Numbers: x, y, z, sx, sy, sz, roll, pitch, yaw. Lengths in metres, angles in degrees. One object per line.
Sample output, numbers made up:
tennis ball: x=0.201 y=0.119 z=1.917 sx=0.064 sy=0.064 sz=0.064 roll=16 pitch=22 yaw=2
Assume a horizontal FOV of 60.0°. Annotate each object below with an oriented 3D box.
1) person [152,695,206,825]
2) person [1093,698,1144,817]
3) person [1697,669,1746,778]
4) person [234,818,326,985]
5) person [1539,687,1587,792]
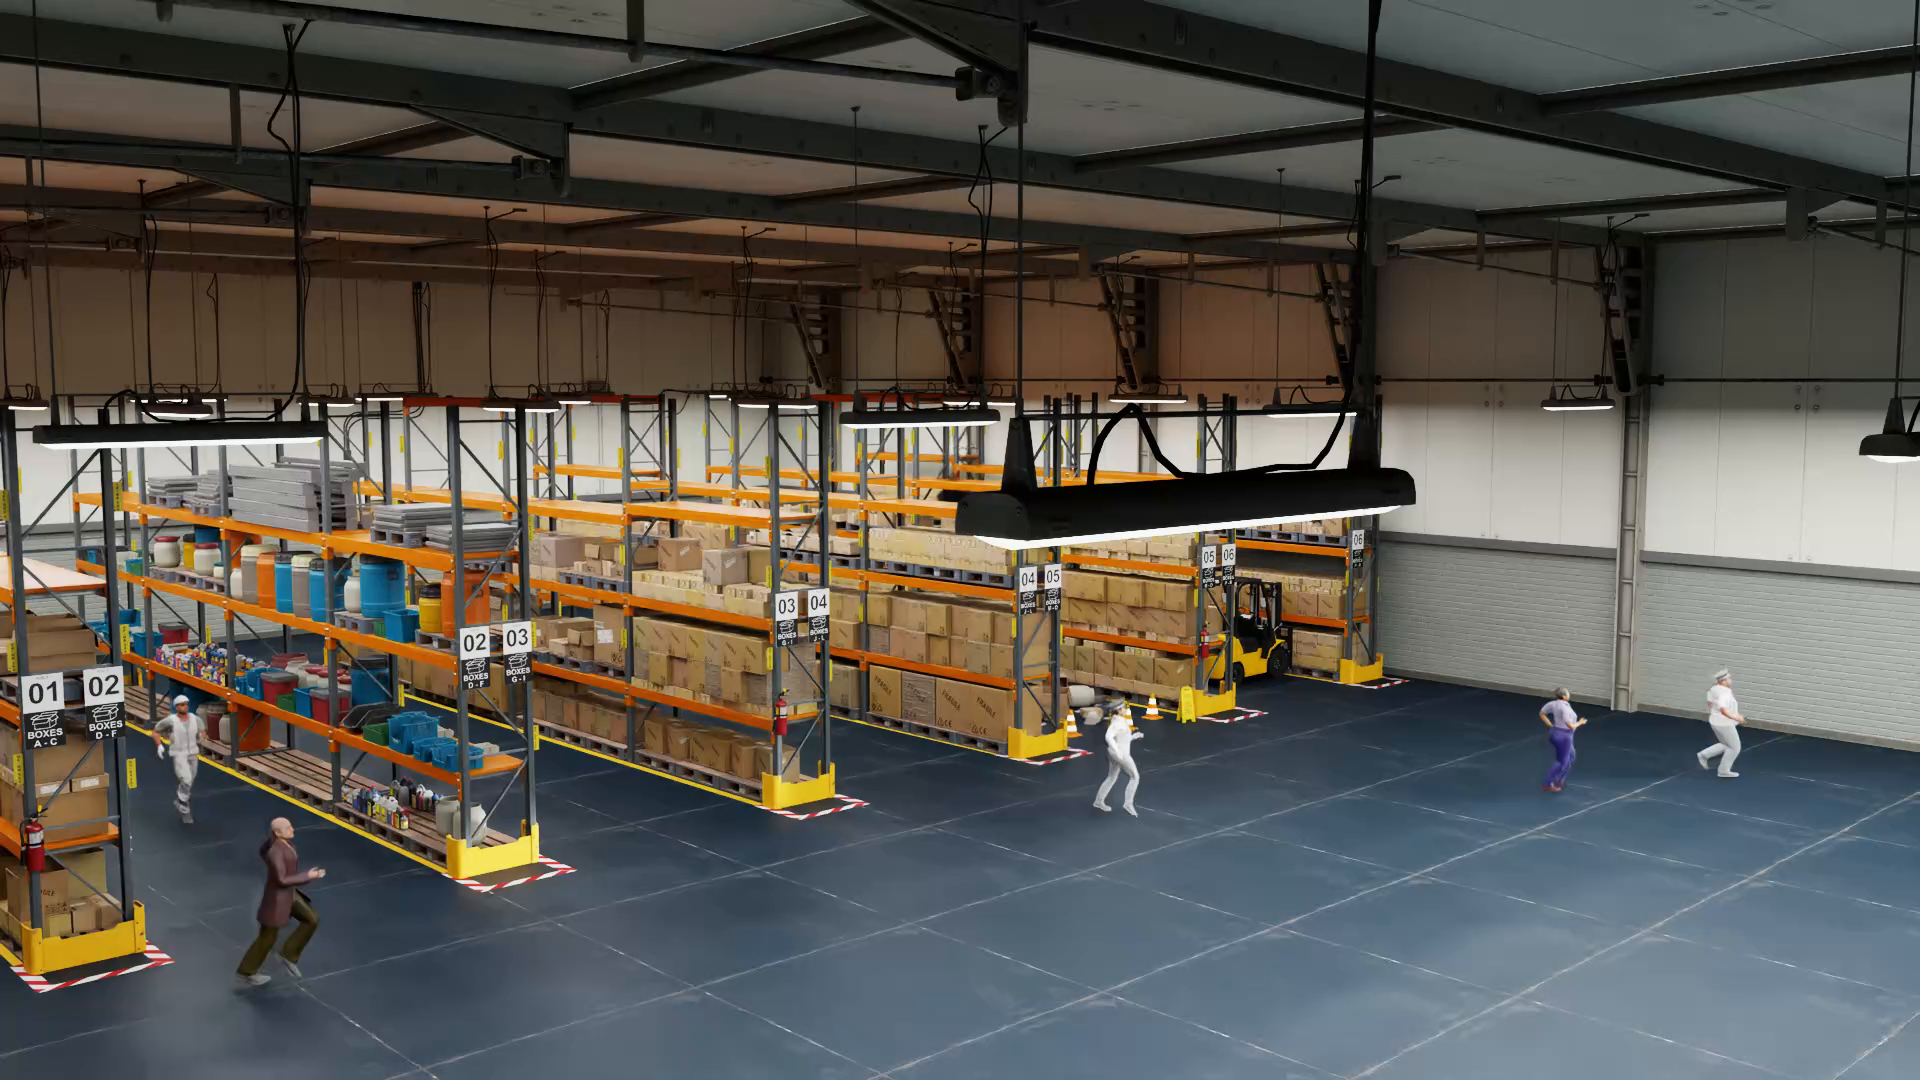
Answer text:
person: x=-11.130 y=3.136 z=23.842 sx=0.774 sy=1.846 sz=0.643 roll=4 pitch=7 yaw=33
person: x=2.307 y=3.160 z=24.137 sx=0.740 sy=1.750 sz=0.569 roll=-1 pitch=6 yaw=-10
person: x=12.128 y=2.911 z=26.460 sx=0.607 sy=1.725 sz=0.661 roll=1 pitch=6 yaw=6
person: x=-7.109 y=3.765 z=17.415 sx=0.937 sy=1.775 sz=0.727 roll=-1 pitch=6 yaw=-8
person: x=9.224 y=3.074 z=25.440 sx=0.661 sy=1.664 sz=0.586 roll=0 pitch=6 yaw=-5
